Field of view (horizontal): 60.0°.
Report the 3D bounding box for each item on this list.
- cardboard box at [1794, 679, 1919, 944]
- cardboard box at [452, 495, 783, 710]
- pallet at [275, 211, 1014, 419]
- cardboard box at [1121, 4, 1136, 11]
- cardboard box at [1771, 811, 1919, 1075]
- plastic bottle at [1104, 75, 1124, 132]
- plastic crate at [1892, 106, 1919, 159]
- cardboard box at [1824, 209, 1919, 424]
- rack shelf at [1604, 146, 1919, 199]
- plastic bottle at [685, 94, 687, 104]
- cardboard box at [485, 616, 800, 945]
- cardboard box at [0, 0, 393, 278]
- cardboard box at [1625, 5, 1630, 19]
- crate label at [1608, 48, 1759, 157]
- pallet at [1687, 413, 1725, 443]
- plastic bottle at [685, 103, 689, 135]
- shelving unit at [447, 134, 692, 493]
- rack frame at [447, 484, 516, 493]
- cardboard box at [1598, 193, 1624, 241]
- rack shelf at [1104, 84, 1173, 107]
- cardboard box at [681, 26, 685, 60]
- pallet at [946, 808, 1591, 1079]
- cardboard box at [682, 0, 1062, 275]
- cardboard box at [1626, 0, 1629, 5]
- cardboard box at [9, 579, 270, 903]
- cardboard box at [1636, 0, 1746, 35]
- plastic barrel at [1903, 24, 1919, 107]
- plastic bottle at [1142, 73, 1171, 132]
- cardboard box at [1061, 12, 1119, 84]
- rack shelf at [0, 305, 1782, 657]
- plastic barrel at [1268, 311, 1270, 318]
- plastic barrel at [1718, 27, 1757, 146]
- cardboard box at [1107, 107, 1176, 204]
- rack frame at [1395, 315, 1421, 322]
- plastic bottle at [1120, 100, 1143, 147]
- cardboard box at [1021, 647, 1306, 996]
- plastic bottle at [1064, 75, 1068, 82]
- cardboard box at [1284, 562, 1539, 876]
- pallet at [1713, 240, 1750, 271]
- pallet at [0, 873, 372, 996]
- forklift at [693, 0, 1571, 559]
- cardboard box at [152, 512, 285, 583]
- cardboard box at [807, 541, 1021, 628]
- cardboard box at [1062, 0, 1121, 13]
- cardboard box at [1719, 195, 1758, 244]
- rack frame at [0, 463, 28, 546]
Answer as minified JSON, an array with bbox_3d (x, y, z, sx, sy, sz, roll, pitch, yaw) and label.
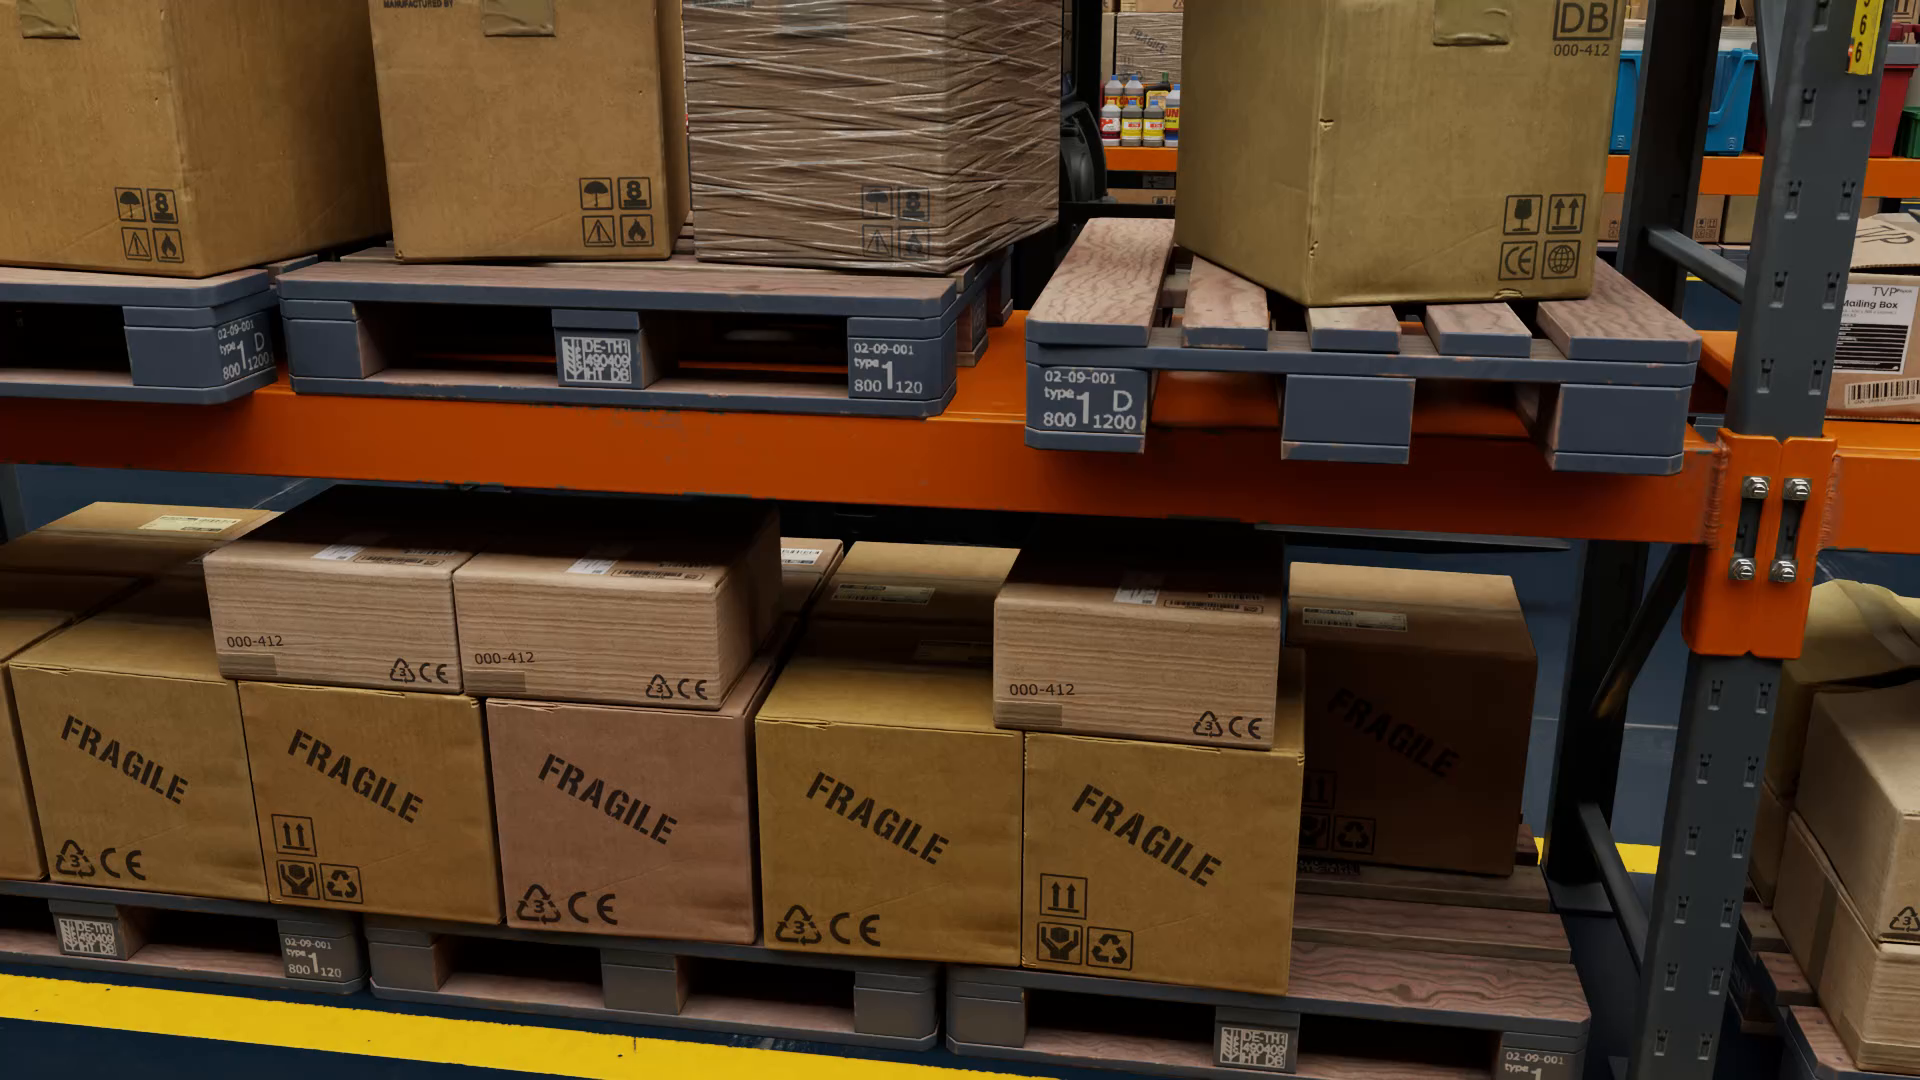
[{"bbox_3d":[1.840,0.472,2.953,0.500,0.311,0.500,4,19,11],"label":"cardboard box"},{"bbox_3d":[-0.658,0.111,3.309,0.500,0.250,0.500,3,19,8],"label":"cardboard box"},{"bbox_3d":[-0.551,-0.491,3.345,1.213,0.211,1.003,3,19,9],"label":"pallet"},{"bbox_3d":[1.743,-5.318,16.734,0.250,0.149,0.380,3,19,8],"label":"cardboard box"},{"bbox_3d":[1.840,0.738,3.042,0.500,0.250,0.500,3,19,8],"label":"cardboard box"},{"bbox_3d":[0.761,-2.160,8.234,0.097,0.271,0.097,0,18,0],"label":"plastic bottle"},{"bbox_3d":[4.344,-1.734,7.093,0.662,0.188,0.450,3,19,9],"label":"plastic crate"},{"bbox_3d":[1.722,-0.411,2.945,0.500,0.311,0.500,4,19,12],"label":"cardboard box"},{"bbox_3d":[4.134,-1.595,7.477,4.000,0.370,1.077,3,19,9],"label":"rack shelf"},{"bbox_3d":[-1.351,-2.185,8.420,0.097,0.201,0.097,0,18,0],"label":"plastic bottle"},{"bbox_3d":[-0.621,0.467,3.425,0.500,0.500,0.500,2,19,7],"label":"cardboard box"},{"bbox_3d":[-1.458,-0.824,3.220,0.500,0.500,0.700,6,19,17],"label":"cardboard box"},{"bbox_3d":[6.225,-4.977,16.292,0.500,0.500,0.500,3,19,9],"label":"cardboard box"},{"bbox_3d":[3.097,-1.919,7.255,0.616,0.435,0.502,3,19,9],"label":"crate label"},{"bbox_3d":[2.918,-0.663,7.953,1.213,0.211,1.003,3,19,9],"label":"pallet"},{"bbox_3d":[-1.247,-1.985,7.822,0.097,0.201,0.097,0,18,0],"label":"plastic bottle"},{"bbox_3d":[-1.417,-0.809,6.358,1.048,1.500,0.538,4,19,11],"label":"shelving unit"},{"bbox_3d":[-1.915,-0.842,6.455,0.032,1.500,0.500,4,19,11],"label":"rack frame"},{"bbox_3d":[4.720,-2.534,12.395,0.500,0.500,0.700,5,19,13],"label":"cardboard box"},{"bbox_3d":[0.970,-3.348,12.716,4.000,0.370,1.077,3,19,9],"label":"rack shelf"},{"bbox_3d":[-1.993,-3.825,12.775,0.500,0.250,0.500,3,19,10],"label":"cardboard box"},{"bbox_3d":[0.639,0.788,3.616,1.213,0.211,1.003,3,19,9],"label":"pallet"},{"bbox_3d":[-0.142,-0.834,3.249,0.500,0.500,0.700,7,20,19],"label":"cardboard box"},{"bbox_3d":[6.283,-5.532,16.375,0.500,0.500,0.700,3,19,9],"label":"cardboard box"},{"bbox_3d":[-1.612,0.414,3.584,0.500,0.500,0.500,3,19,9],"label":"cardboard box"},{"bbox_3d":[5.168,-3.694,11.790,0.637,0.503,0.797,5,19,14],"label":"cardboard box"},{"bbox_3d":[4.474,-2.054,7.500,0.433,0.535,0.433,0,18,0],"label":"plastic barrel"},{"bbox_3d":[0.974,-2.161,8.217,0.133,0.283,0.061,3,19,9],"label":"plastic bottle"},{"bbox_3d":[0.912,-3.661,12.360,0.500,0.500,0.500,3,19,10],"label":"cardboard box"},{"bbox_3d":[-0.605,-0.245,3.441,4.000,0.370,1.077,3,19,9],"label":"rack shelf"},{"bbox_3d":[1.674,-1.226,7.999,0.708,0.830,0.600,3,19,9],"label":"plastic barrel"},{"bbox_3d":[3.625,-2.084,7.628,0.421,0.512,0.421,0,18,0],"label":"plastic barrel"},{"bbox_3d":[1.388,-2.869,12.836,0.875,0.875,1.225,3,19,9],"label":"cardboard box"},{"bbox_3d":[2.159,-2.037,7.663,0.127,3.000,1.000,3,19,9],"label":"rack frame"},{"bbox_3d":[0.777,-1.882,7.513,0.097,0.201,0.097,0,18,0],"label":"plastic bottle"},{"bbox_3d":[0.409,0.518,3.274,0.500,0.500,0.500,4,19,11],"label":"cardboard box"},{"bbox_3d":[0.533,-2.171,8.268,0.097,0.271,0.097,0,18,0],"label":"plastic bottle"},{"bbox_3d":[0.966,0.379,3.689,0.500,0.500,0.500,4,19,11],"label":"cardboard box"},{"bbox_3d":[6.125,-2.104,12.257,1.213,0.211,1.003,3,19,9],"label":"pallet"},{"bbox_3d":[-1.770,0.665,3.983,1.213,0.211,1.003,3,19,9],"label":"pallet"},{"bbox_3d":[0.612,-1.350,5.719,3.031,2.935,1.130,4,19,11],"label":"forklift"},{"bbox_3d":[-1.560,0.253,4.066,0.500,0.500,0.500,3,19,9],"label":"cardboard box"},{"bbox_3d":[-0.046,0.328,3.843,0.500,0.500,0.500,3,19,8],"label":"cardboard box"},{"bbox_3d":[0.919,-4.219,12.446,0.637,0.503,0.797,4,19,10],"label":"cardboard box"},{"bbox_3d":[5.823,-2.478,12.228,0.500,0.500,0.700,3,19,8],"label":"cardboard box"},{"bbox_3d":[-2.579,-0.687,3.628,0.127,3.000,1.000,3,19,9],"label":"rack frame"}]
